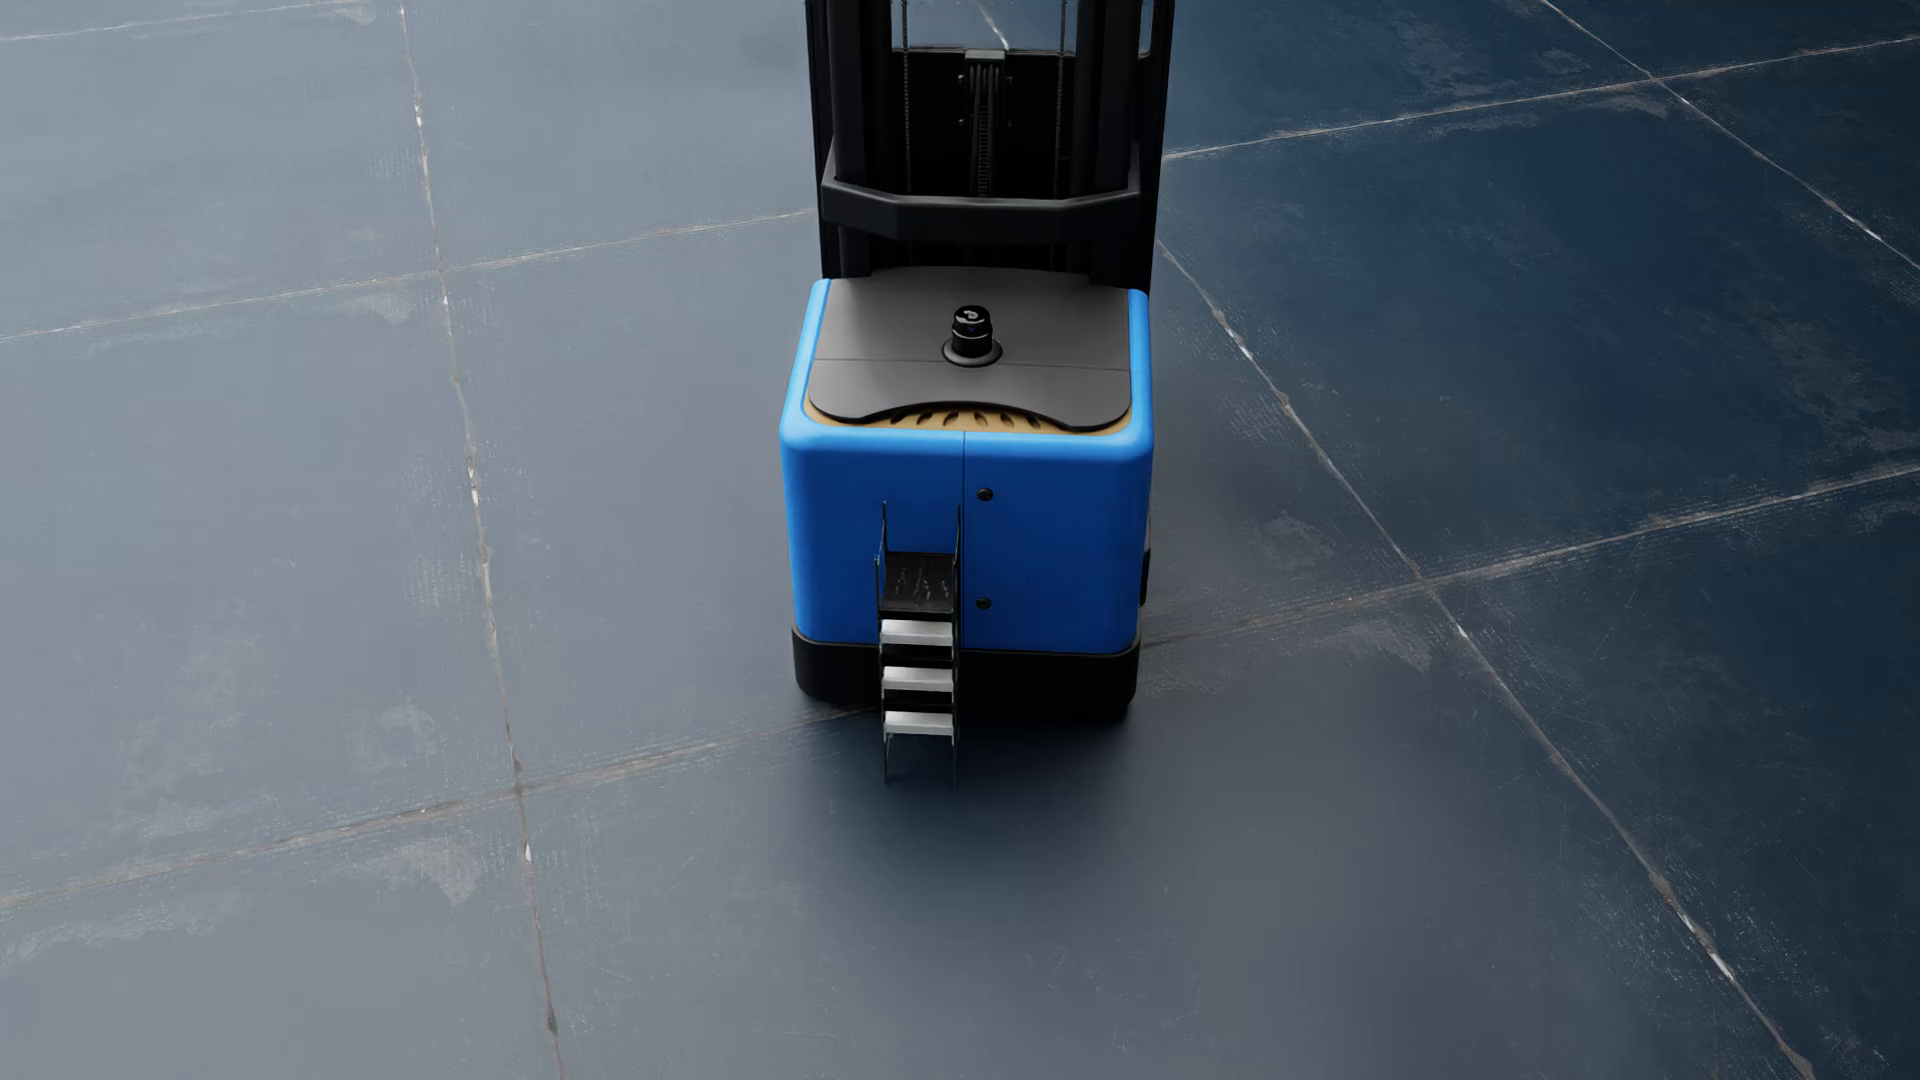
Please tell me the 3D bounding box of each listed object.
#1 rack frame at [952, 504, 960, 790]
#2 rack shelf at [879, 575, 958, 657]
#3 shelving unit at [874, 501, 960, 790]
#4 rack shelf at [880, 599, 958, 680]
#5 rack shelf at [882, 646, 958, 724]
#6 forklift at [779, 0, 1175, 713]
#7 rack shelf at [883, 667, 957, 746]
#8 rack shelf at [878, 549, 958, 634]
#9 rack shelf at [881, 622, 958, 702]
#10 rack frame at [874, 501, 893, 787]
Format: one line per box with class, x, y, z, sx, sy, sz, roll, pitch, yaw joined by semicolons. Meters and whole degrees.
rack frame;-0.009;0.320;4.699;0.006;0.900;0.240;2;41;3
rack shelf;-0.111;0.206;4.607;0.200;0.077;0.258;2;41;3
shelving unit;-0.111;0.316;4.704;0.210;0.900;0.258;2;41;3
rack shelf;-0.111;0.273;4.667;0.200;0.077;0.258;2;41;3
rack shelf;-0.111;0.408;4.786;0.200;0.077;0.258;2;41;3
forklift;0.102;-1.537;5.281;1.130;2.935;3.031;2;41;3
rack shelf;-0.111;0.476;4.845;0.200;0.077;0.258;2;41;3
rack shelf;-0.111;0.138;4.548;0.200;0.077;0.258;2;41;3
rack shelf;-0.111;0.341;4.726;0.200;0.077;0.258;2;41;3
rack frame;-0.212;0.312;4.709;0.006;0.900;0.240;2;41;3
